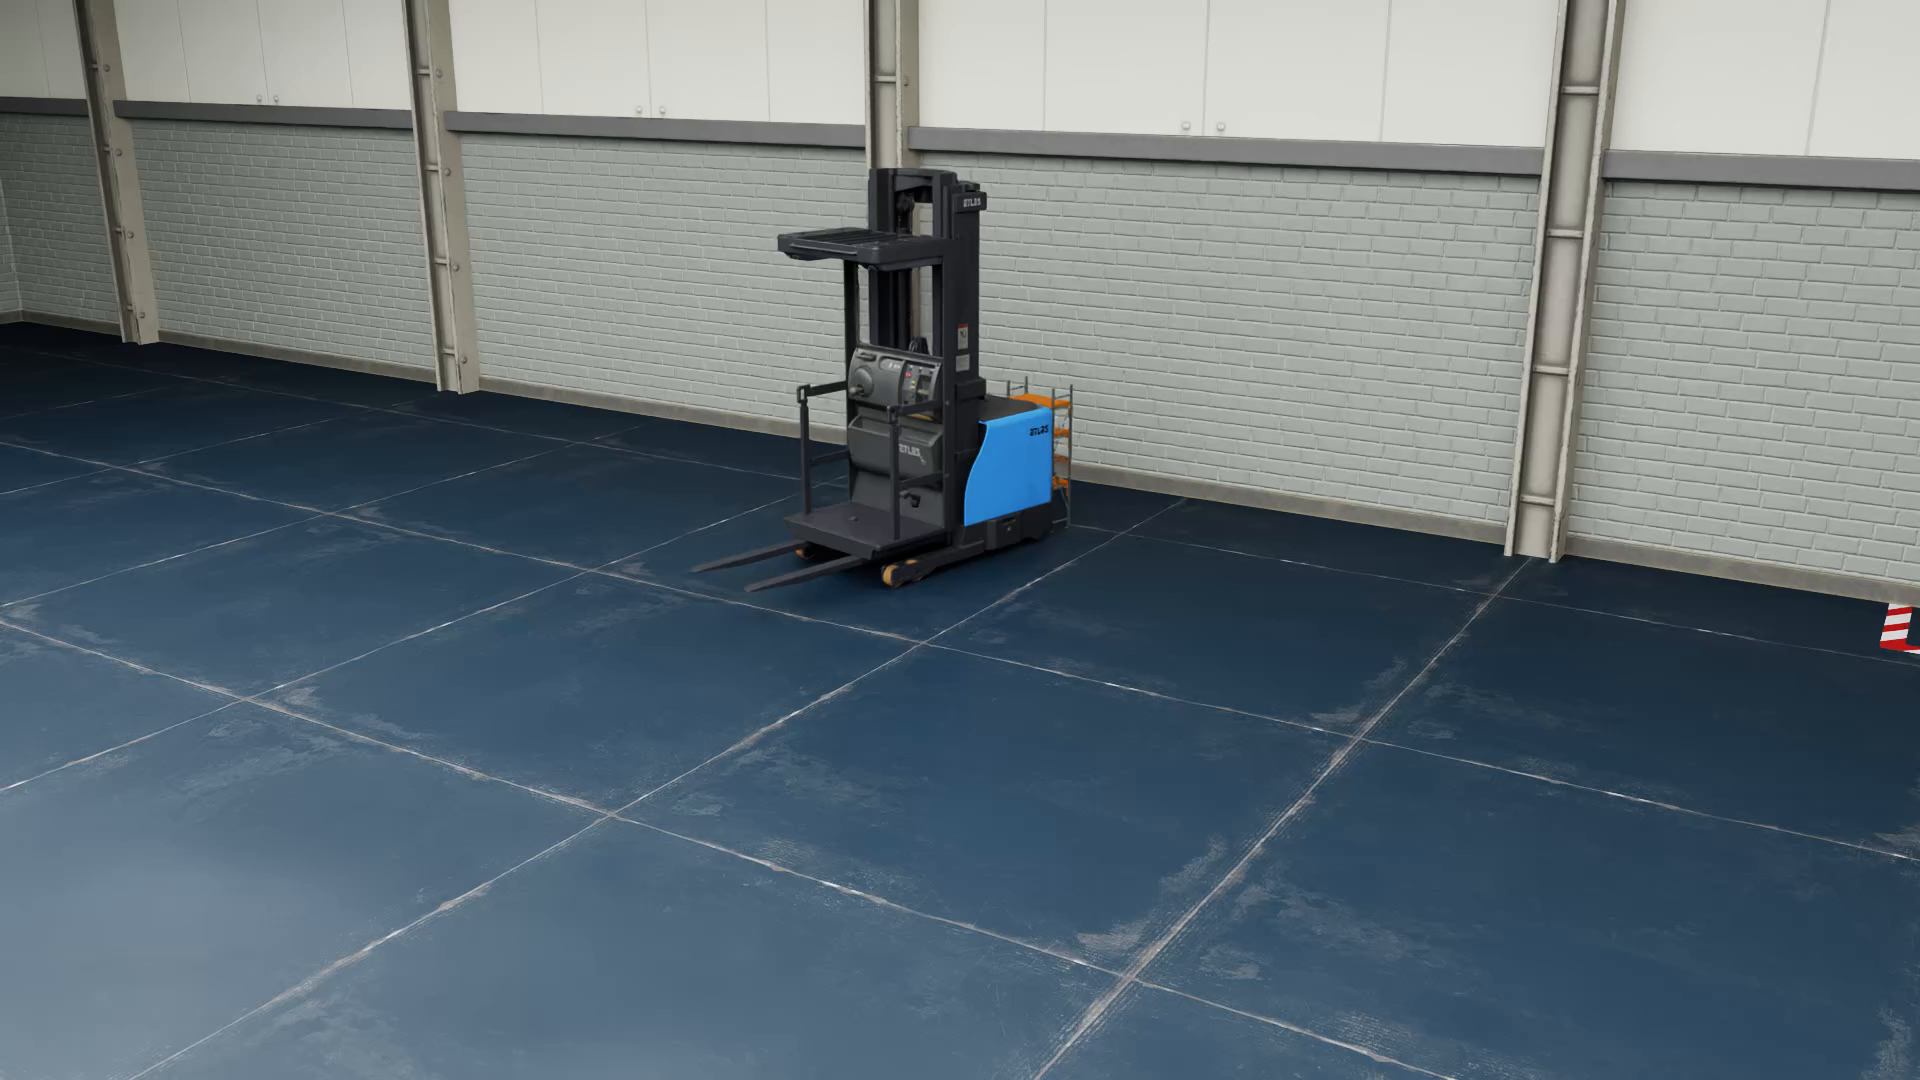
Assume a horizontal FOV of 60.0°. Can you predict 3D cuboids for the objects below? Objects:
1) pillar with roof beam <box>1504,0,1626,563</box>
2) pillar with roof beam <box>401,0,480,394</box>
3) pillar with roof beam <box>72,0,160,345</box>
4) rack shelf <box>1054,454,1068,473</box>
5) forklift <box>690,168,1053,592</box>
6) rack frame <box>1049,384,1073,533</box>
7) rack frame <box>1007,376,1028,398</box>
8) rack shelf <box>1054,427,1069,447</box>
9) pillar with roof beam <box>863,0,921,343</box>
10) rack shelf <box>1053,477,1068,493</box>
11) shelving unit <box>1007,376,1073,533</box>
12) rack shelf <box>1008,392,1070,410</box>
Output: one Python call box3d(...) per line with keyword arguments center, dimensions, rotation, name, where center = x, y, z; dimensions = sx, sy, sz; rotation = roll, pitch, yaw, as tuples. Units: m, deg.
box3d(center=(2.245, -3.130, 8.203), dimensions=(0.400, 9.000, 9.100), rotation=(10, 20, 30), name="pillar with roof beam")
box3d(center=(-7.980, -4.955, 14.212), dimensions=(0.400, 9.000, 9.100), rotation=(10, 20, 30), name="pillar with roof beam")
box3d(center=(-13.093, -5.868, 17.216), dimensions=(0.400, 9.000, 9.100), rotation=(10, 20, 30), name="pillar with roof beam")
box3d(center=(0.643, -0.639, 13.651), dimensions=(0.480, 0.148, 0.258), rotation=(16, 23, 42), name="rack shelf")
box3d(center=(-0.642, -1.220, 12.356), dimensions=(1.130, 2.935, 3.031), rotation=(16, 23, 42), name="forklift")
box3d(center=(0.818, -0.654, 13.468), dimensions=(0.015, 1.200, 0.240), rotation=(16, 23, 42), name="rack frame")
box3d(center=(0.469, -0.754, 13.795), dimensions=(0.015, 1.200, 0.240), rotation=(16, 23, 42), name="rack frame")
box3d(center=(0.644, -0.854, 13.587), dimensions=(0.480, 0.148, 0.258), rotation=(16, 23, 42), name="rack shelf")
box3d(center=(-2.868, -4.043, 11.207), dimensions=(0.400, 9.000, 9.100), rotation=(10, 20, 30), name="pillar with roof beam")
box3d(center=(0.643, -0.449, 13.708), dimensions=(0.480, 0.148, 0.258), rotation=(16, 23, 42), name="rack shelf")
box3d(center=(0.644, -0.704, 13.631), dimensions=(0.503, 1.200, 0.258), rotation=(16, 23, 42), name="shelving unit")
box3d(center=(0.645, -1.080, 13.519), dimensions=(0.480, 0.148, 0.258), rotation=(16, 23, 42), name="rack shelf")
